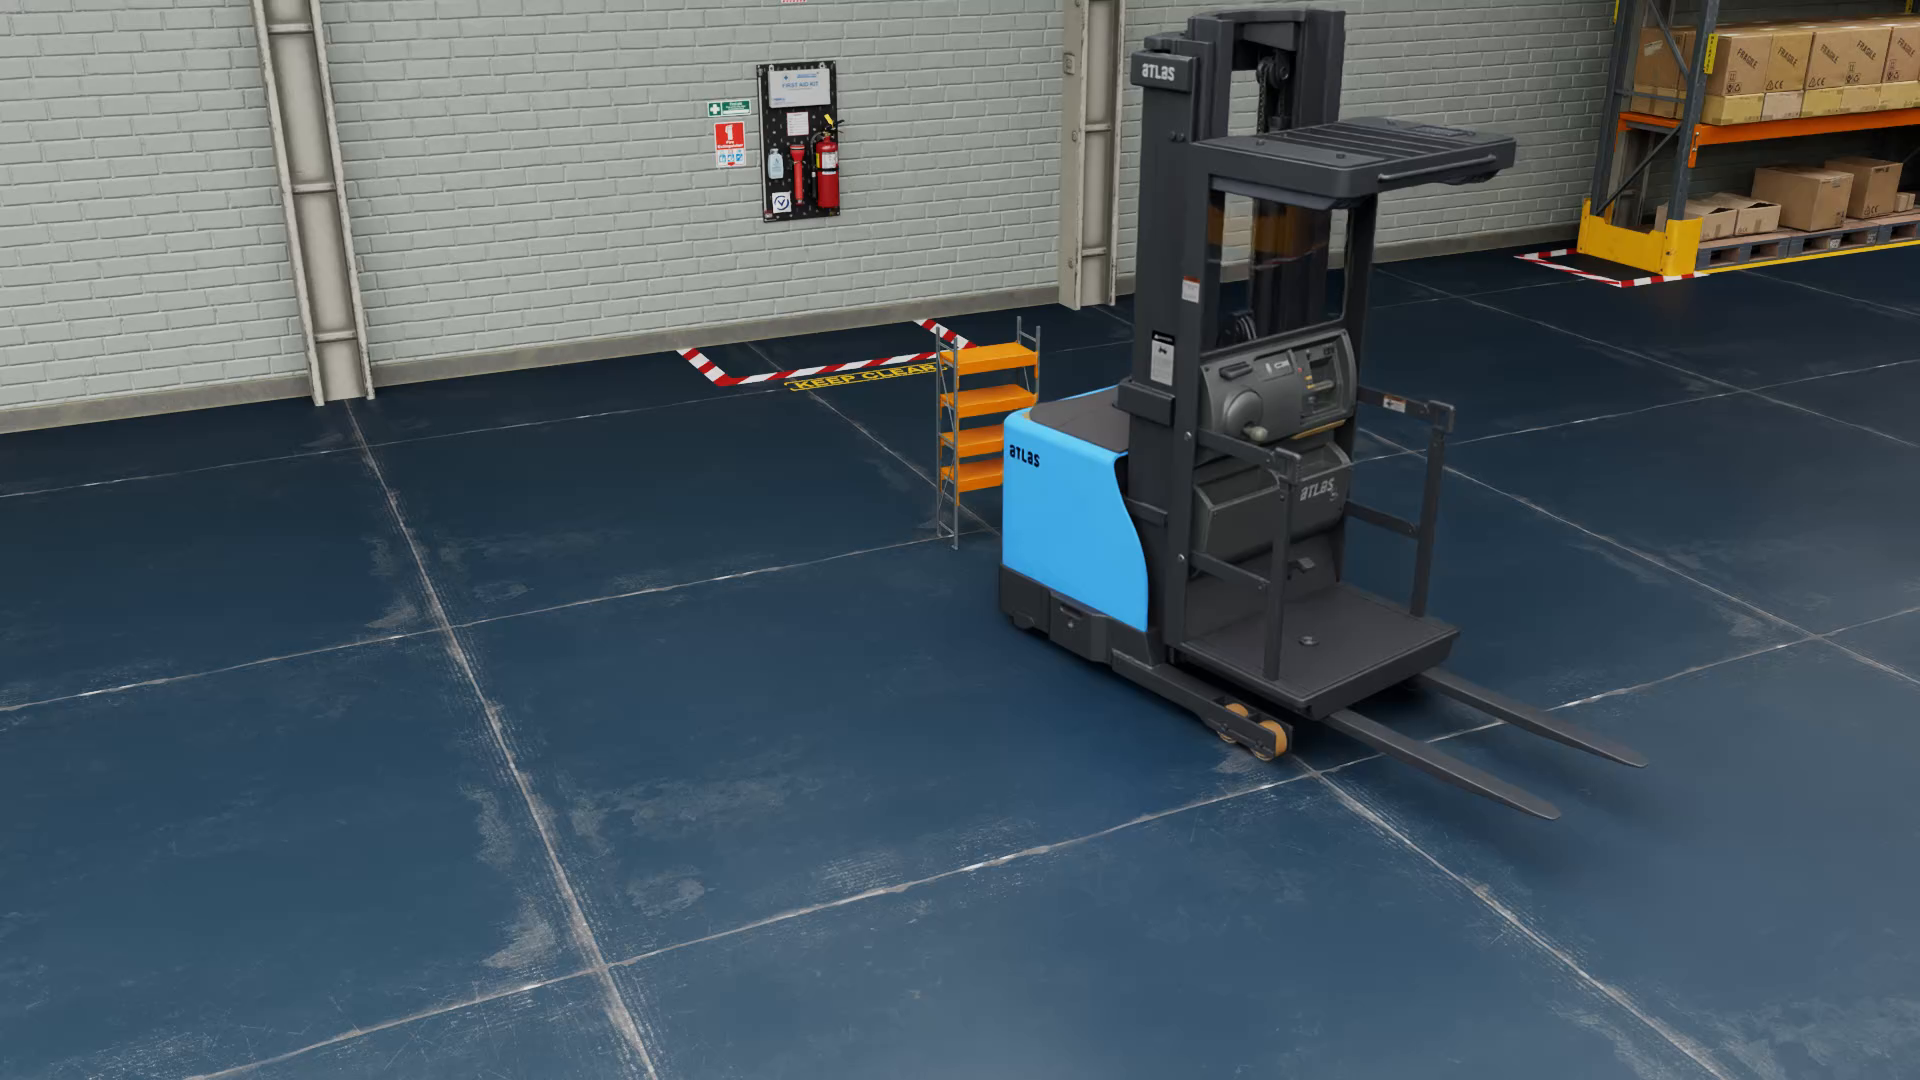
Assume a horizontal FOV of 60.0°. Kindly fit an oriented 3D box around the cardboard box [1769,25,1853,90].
[{"bbox_3d":[7.699,-4.397,15.139,0.500,0.500,0.500,-11,25,-25],"label":"cardboard box"}]

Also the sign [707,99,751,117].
[{"bbox_3d":[-1.709,-3.198,12.313,0.331,0.109,0.001,-10,25,-24],"label":"sign"}]

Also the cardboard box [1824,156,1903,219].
[{"bbox_3d":[8.907,-3.498,16.473,0.500,0.500,0.500,-12,26,-28],"label":"cardboard box"}]

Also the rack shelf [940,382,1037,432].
[{"bbox_3d":[0.149,-0.726,9.027,0.480,0.148,0.258,-10,25,-24],"label":"rack shelf"}]

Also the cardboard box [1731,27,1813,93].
[{"bbox_3d":[7.231,-4.313,14.937,0.500,0.500,0.500,-10,25,-23],"label":"cardboard box"}]

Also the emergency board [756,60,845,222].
[{"bbox_3d":[-1.174,-2.995,12.563,0.643,1.169,0.194,-10,25,-24],"label":"emergency board"}]

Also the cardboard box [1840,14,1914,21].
[{"bbox_3d":[8.843,-4.832,16.191,0.500,0.500,0.500,-11,25,-24],"label":"cardboard box"}]

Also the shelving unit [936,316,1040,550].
[{"bbox_3d":[0.149,-0.582,9.087,0.503,1.200,0.258,-10,25,-24],"label":"shelving unit"}]

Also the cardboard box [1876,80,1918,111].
[{"bbox_3d":[8.630,-4.224,15.704,0.500,0.250,0.500,-11,25,-24],"label":"cardboard box"}]

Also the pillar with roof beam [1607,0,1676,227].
[{"bbox_3d":[8.343,-5.675,11.194,0.400,9.000,9.100,-10,25,-24],"label":"pillar with roof beam"}]

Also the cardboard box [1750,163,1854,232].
[{"bbox_3d":[8.079,-3.304,16.002,0.500,0.500,0.700,-12,25,-27],"label":"cardboard box"}]

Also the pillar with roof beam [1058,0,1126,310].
[{"bbox_3d":[2.937,-4.680,8.790,0.400,9.000,9.100,-10,25,-24],"label":"pillar with roof beam"}]

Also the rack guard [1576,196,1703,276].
[{"bbox_3d":[6.289,-2.830,15.434,0.348,0.500,1.175,-10,25,-24],"label":"rack guard"}]

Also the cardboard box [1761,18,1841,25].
[{"bbox_3d":[7.929,-4.661,15.778,0.500,0.500,0.500,-10,25,-23],"label":"cardboard box"}]

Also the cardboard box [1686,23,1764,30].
[{"bbox_3d":[7.011,-4.491,15.366,0.500,0.500,0.500,-10,25,-23],"label":"cardboard box"}]

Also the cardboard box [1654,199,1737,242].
[{"bbox_3d":[6.883,-3.017,15.558,0.500,0.311,0.500,-14,26,-30],"label":"cardboard box"}]

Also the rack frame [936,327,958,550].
[{"bbox_3d":[-0.071,-0.541,8.989,0.015,1.200,0.240,-10,25,-24],"label":"rack frame"}]

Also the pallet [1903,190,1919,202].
[{"bbox_3d":[10.526,-3.477,17.375,1.213,0.211,1.003,-10,25,-24],"label":"pallet"}]

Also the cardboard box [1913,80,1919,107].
[{"bbox_3d":[9.077,-4.313,15.918,0.500,0.250,0.500,-10,25,-23],"label":"cardboard box"}]

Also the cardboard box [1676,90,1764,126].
[{"bbox_3d":[6.798,-3.884,14.881,0.500,0.250,0.500,-11,25,-25],"label":"cardboard box"}]

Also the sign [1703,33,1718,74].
[{"bbox_3d":[6.456,-4.186,14.308,0.005,0.325,0.100,-10,25,-24],"label":"sign"}]

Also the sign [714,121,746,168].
[{"bbox_3d":[-1.716,-2.955,12.420,0.234,0.329,0.001,-10,25,-24],"label":"sign"}]

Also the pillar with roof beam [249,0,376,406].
[{"bbox_3d":[-2.470,-3.685,6.385,0.400,9.000,9.100,-10,25,-24],"label":"pillar with roof beam"}]

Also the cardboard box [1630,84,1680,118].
[{"bbox_3d":[6.558,-4.057,15.299,0.500,0.250,0.500,-10,25,-23],"label":"cardboard box"}]

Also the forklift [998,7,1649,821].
[{"bbox_3d":[1.508,-0.641,6.967,1.130,2.935,3.031,-17,28,-36],"label":"forklift"}]

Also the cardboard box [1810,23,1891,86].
[{"bbox_3d":[8.159,-4.486,15.356,0.500,0.500,0.500,-10,24,-22],"label":"cardboard box"}]

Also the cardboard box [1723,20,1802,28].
[{"bbox_3d":[7.475,-4.578,15.577,0.500,0.500,0.500,-11,25,-25],"label":"cardboard box"}]

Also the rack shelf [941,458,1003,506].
[{"bbox_3d":[0.149,-0.336,9.189,0.480,0.148,0.258,-10,25,-24],"label":"rack shelf"}]

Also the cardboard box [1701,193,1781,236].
[{"bbox_3d":[7.397,-3.112,15.786,0.500,0.311,0.500,-8,24,-19],"label":"cardboard box"}]

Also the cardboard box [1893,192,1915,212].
[{"bbox_3d":[9.356,-3.431,16.746,0.250,0.166,0.380,-14,26,-30],"label":"cardboard box"}]

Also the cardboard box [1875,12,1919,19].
[{"bbox_3d":[9.311,-4.917,16.395,0.500,0.500,0.500,-11,25,-25],"label":"cardboard box"}]

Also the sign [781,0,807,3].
[{"bbox_3d":[-1.224,-4.099,12.199,0.199,0.298,0.001,-10,25,-24],"label":"sign"}]

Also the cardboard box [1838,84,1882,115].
[{"bbox_3d":[8.178,-4.141,15.501,0.500,0.250,0.500,-10,25,-23],"label":"cardboard box"}]

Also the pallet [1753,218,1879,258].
[{"bbox_3d":[8.134,-3.020,16.270,1.213,0.211,1.003,-10,25,-24],"label":"pallet"}]

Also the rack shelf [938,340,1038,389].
[{"bbox_3d":[0.149,-0.945,8.937,0.480,0.148,0.258,-10,25,-24],"label":"rack shelf"}]

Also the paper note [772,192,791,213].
[{"bbox_3d":[-1.363,-2.582,12.718,0.142,0.148,0.016,-10,25,-24],"label":"paper note"}]

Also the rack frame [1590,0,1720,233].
[{"bbox_3d":[6.220,-3.973,14.925,0.127,3.000,1.000,-10,25,-24],"label":"rack frame"}]

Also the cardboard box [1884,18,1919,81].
[{"bbox_3d":[9.086,-4.653,15.758,0.500,0.500,0.500,-11,25,-24],"label":"cardboard box"}]

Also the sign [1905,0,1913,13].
[{"bbox_3d":[9.581,-5.362,16.767,0.005,0.325,0.100,-10,25,-24],"label":"sign"}]

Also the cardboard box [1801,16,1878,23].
[{"bbox_3d":[8.391,-4.751,15.996,0.500,0.500,0.500,-10,24,-22],"label":"cardboard box"}]

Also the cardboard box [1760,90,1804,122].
[{"bbox_3d":[7.260,-3.975,15.101,0.500,0.250,0.500,-11,25,-25],"label":"cardboard box"}]

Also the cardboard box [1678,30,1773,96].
[{"bbox_3d":[6.781,-4.235,14.748,0.500,0.500,0.500,-10,25,-24],"label":"cardboard box"}]

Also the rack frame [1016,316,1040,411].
[{"bbox_3d":[0.369,-0.622,9.185,0.015,1.200,0.240,-10,25,-24],"label":"rack frame"}]

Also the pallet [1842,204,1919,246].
[{"bbox_3d":[9.235,-3.224,16.763,1.213,0.211,1.003,-10,25,-24],"label":"pallet"}]

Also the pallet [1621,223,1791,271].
[{"bbox_3d":[7.036,-2.819,15.785,1.213,0.211,1.003,-10,25,-24],"label":"pallet"}]

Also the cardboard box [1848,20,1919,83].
[{"bbox_3d":[8.627,-4.573,15.565,0.500,0.500,0.500,-11,25,-25],"label":"cardboard box"}]

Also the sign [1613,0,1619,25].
[{"bbox_3d":[5.998,-4.848,15.113,0.005,0.325,0.100,-10,25,-24],"label":"sign"}]

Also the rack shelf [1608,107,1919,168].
[{"bbox_3d":[8.023,-3.972,15.864,4.000,0.370,1.077,-10,25,-24],"label":"rack shelf"}]

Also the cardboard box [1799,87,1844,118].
[{"bbox_3d":[7.721,-4.058,15.300,0.500,0.250,0.500,-11,25,-24],"label":"cardboard box"}]

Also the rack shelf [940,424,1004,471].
[{"bbox_3d":[0.149,-0.520,9.113,0.480,0.148,0.258,-10,25,-24],"label":"rack shelf"}]

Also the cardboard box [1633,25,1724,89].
[{"bbox_3d":[6.553,-4.410,15.172,0.500,0.500,0.500,-11,25,-24],"label":"cardboard box"}]

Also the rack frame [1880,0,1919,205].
[{"bbox_3d":[9.825,-4.636,16.528,0.127,3.000,1.000,-10,25,-24],"label":"rack frame"}]
